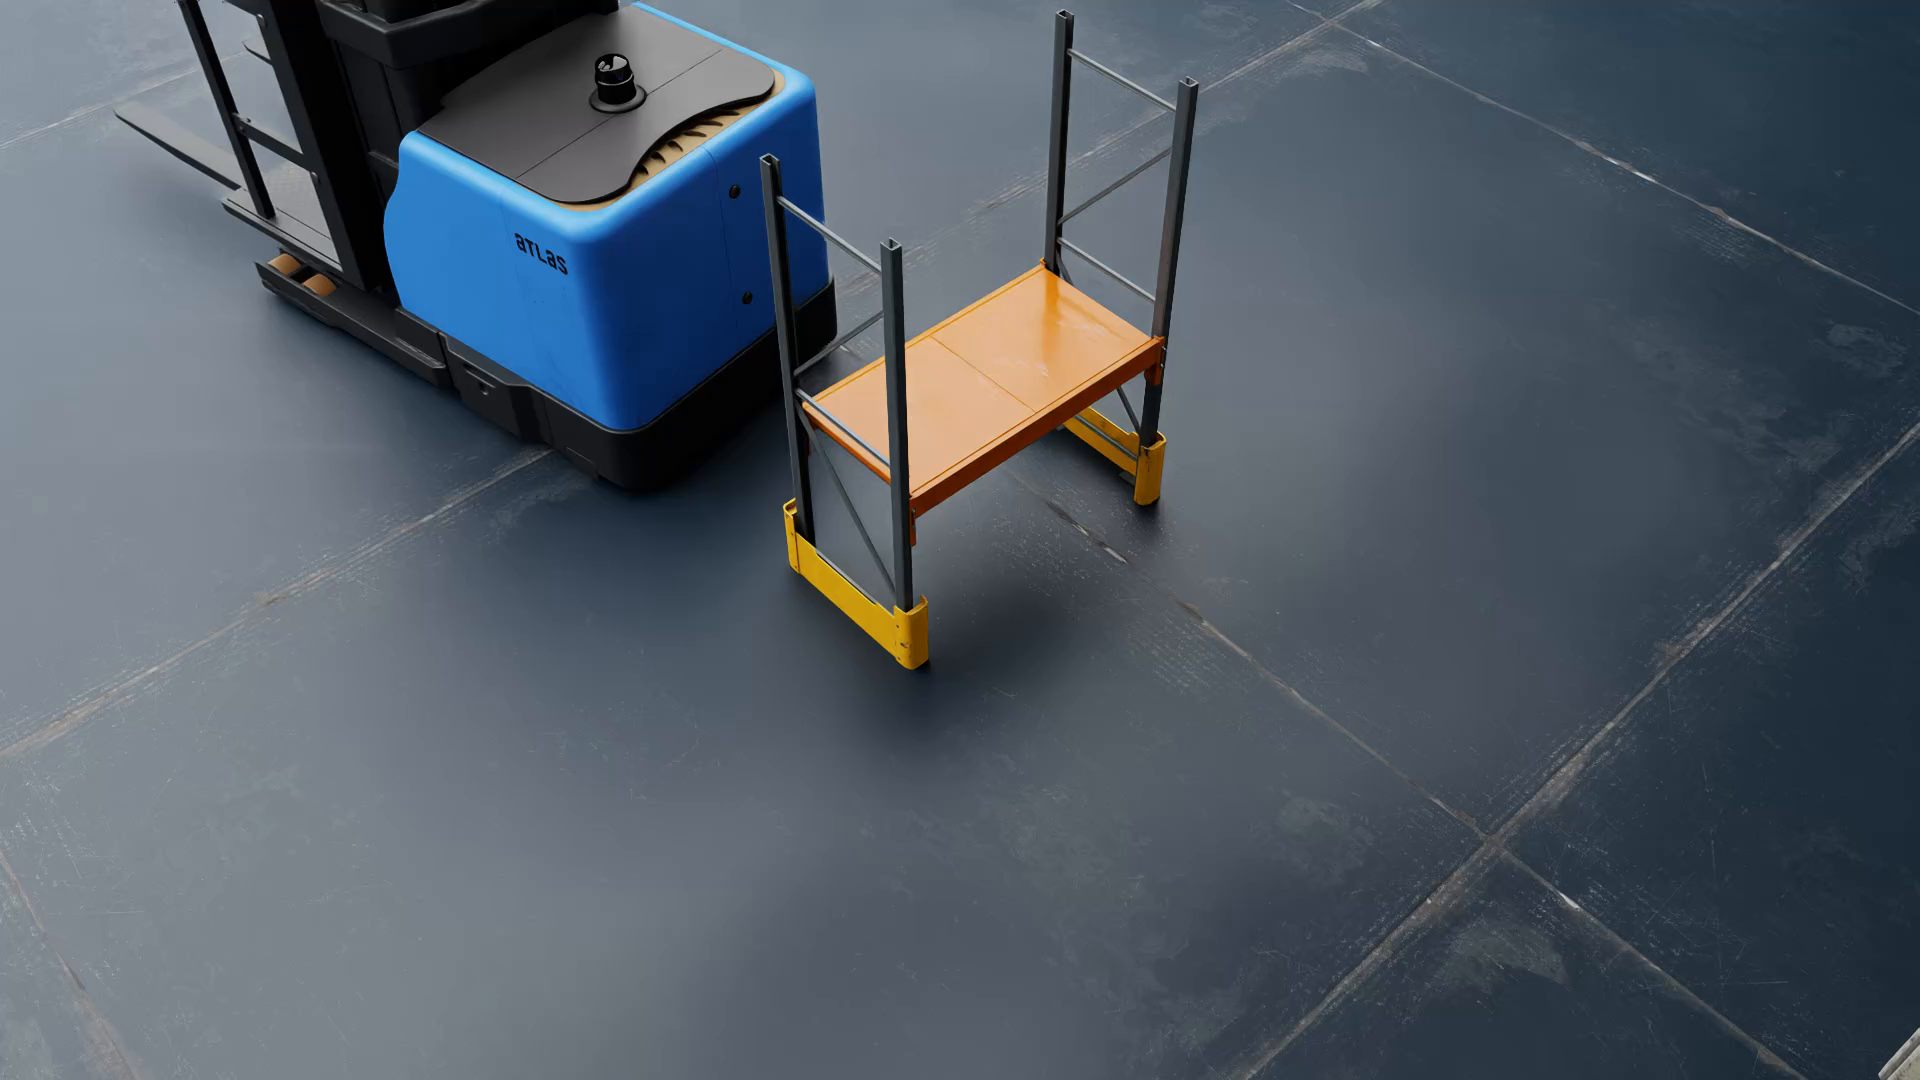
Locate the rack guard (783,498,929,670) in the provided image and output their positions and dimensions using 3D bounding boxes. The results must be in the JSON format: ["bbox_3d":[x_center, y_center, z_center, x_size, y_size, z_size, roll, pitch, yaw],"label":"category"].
[{"bbox_3d":[-0.312,0.124,4.966,0.087,0.250,0.587,-34,56,-27],"label":"rack guard"}]

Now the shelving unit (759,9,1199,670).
[{"bbox_3d":[0.056,-0.546,4.734,1.083,1.500,0.587,-34,56,-27],"label":"shelving unit"}]

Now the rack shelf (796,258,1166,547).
[{"bbox_3d":[0.063,-0.429,4.870,1.000,0.185,0.538,-34,56,-27],"label":"rack shelf"}]

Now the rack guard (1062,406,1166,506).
[{"bbox_3d":[0.425,-0.369,5.420,0.087,0.250,0.587,-34,56,-27],"label":"rack guard"}]

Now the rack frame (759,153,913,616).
[{"bbox_3d":[-0.313,-0.299,4.506,0.032,1.500,0.500,-34,56,-27],"label":"rack frame"}]

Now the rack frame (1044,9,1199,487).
[{"bbox_3d":[0.439,-0.802,4.970,0.032,1.500,0.500,-34,56,-27],"label":"rack frame"}]

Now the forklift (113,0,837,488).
[{"bbox_3d":[-1.911,-2.058,5.155,3.031,2.935,1.130,29,54,24],"label":"forklift"}]
